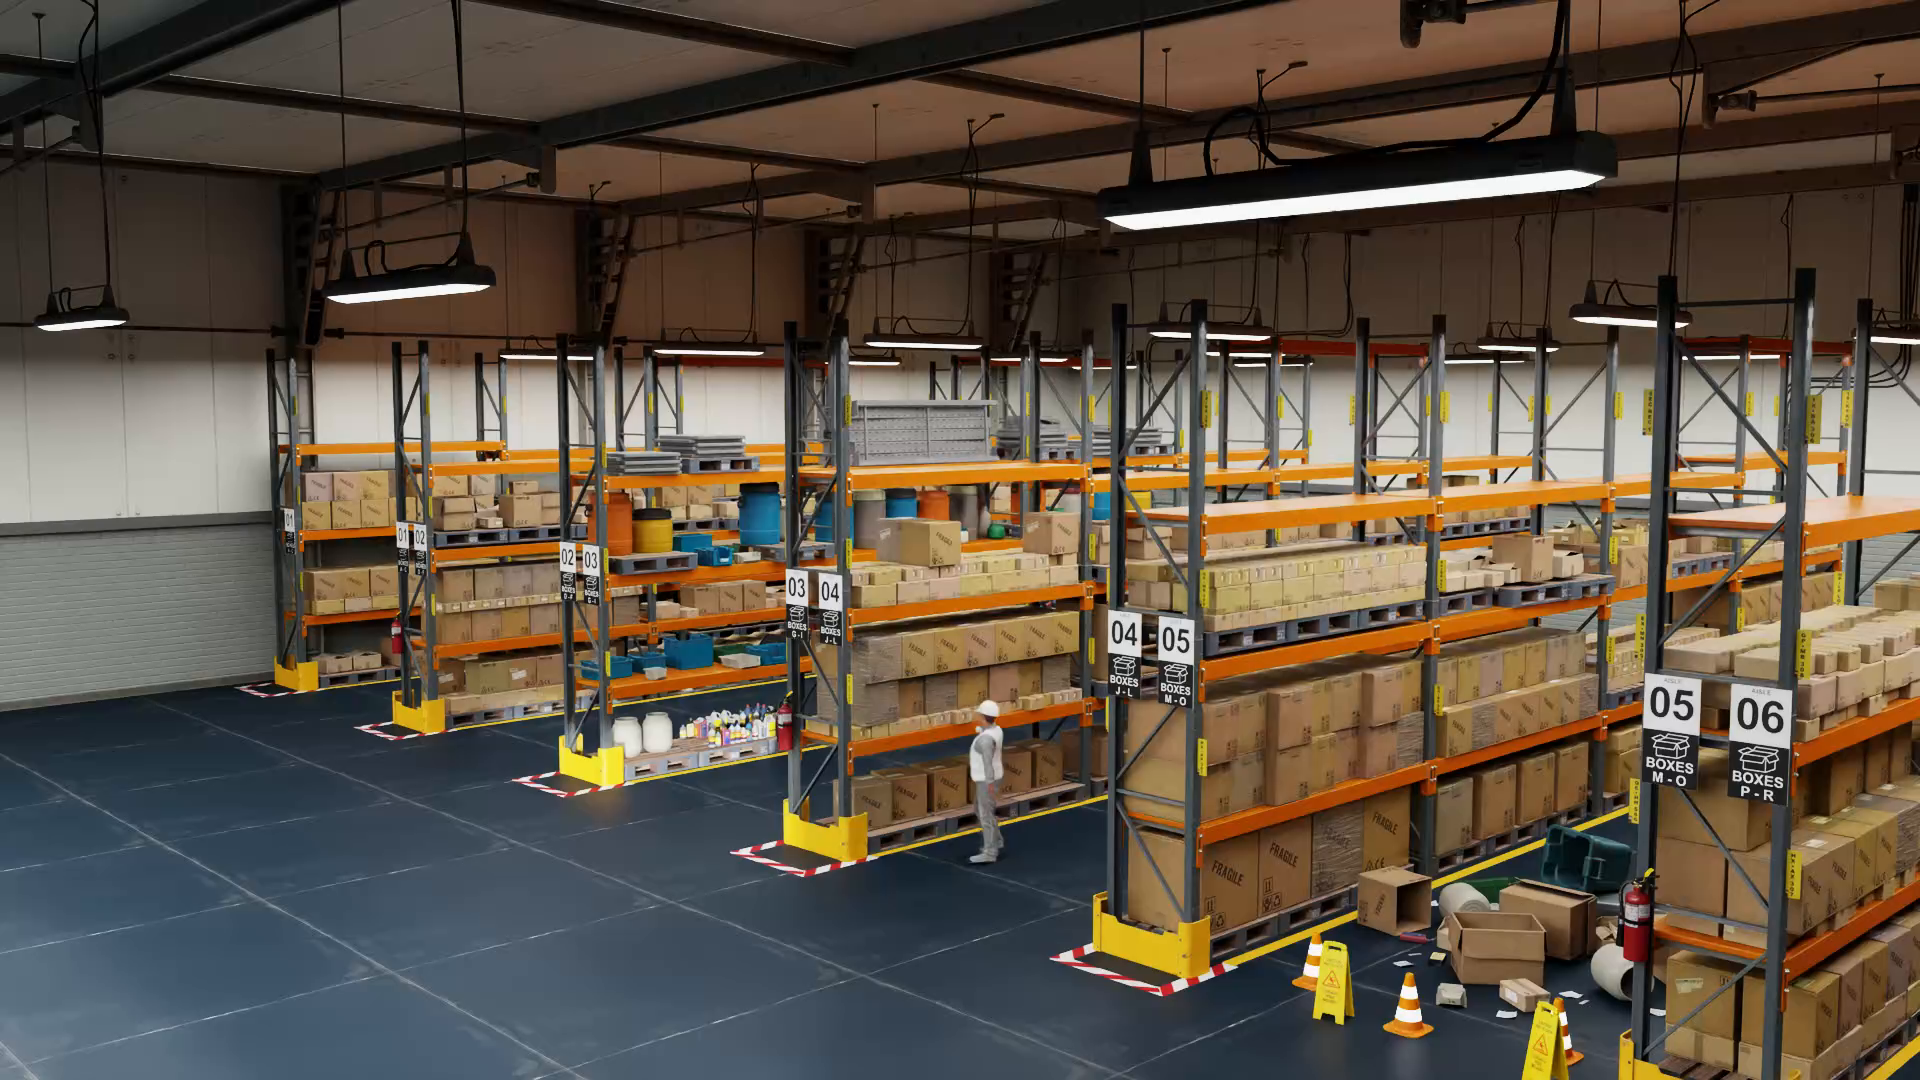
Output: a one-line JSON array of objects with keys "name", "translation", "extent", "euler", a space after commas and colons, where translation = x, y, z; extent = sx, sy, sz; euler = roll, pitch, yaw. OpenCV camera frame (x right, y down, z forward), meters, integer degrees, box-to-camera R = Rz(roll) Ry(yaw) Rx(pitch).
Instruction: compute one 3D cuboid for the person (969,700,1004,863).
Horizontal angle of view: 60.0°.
[{"name": "person", "translation": [0.297, 2.666, 18.530], "extent": [0.371, 1.775, 0.544], "euler": [1, 5, 7]}]
